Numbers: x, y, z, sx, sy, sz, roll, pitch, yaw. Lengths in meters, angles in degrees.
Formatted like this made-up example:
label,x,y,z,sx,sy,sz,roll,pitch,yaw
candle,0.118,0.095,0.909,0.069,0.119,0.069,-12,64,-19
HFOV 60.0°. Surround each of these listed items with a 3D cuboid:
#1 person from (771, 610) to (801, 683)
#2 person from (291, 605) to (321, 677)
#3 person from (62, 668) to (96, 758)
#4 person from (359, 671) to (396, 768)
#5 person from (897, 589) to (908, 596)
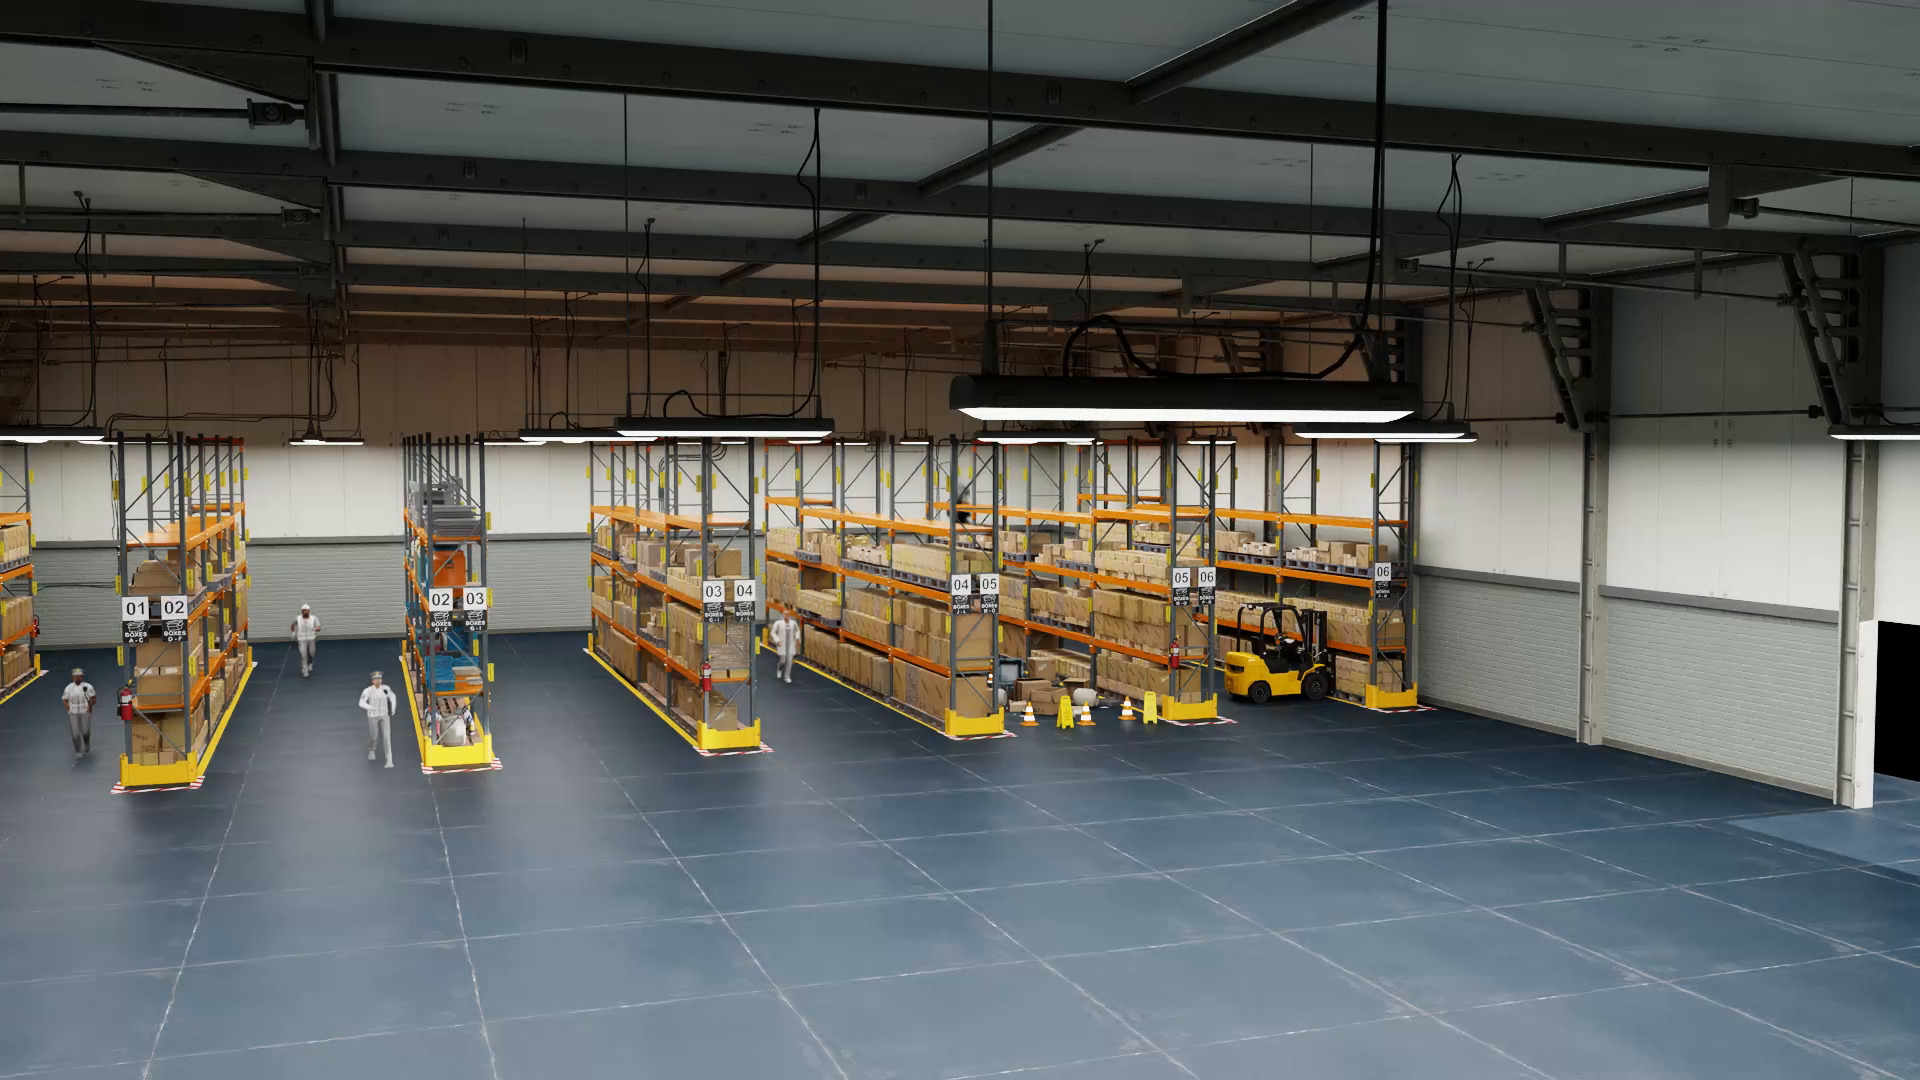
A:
label,x,y,z,sx,sy,sz,roll,pitch,yaw
person,-4.267,2.593,40.834,0.736,1.755,0.683,-1,3,-20
person,-16.390,2.505,41.717,0.675,1.763,0.991,-2,4,-26
person,-16.267,3.192,30.701,0.572,1.651,0.539,-1,3,-25
person,-10.497,3.211,29.999,0.652,1.727,0.861,-2,4,-28
person,-1.720,1.771,51.090,0.650,1.684,0.686,-1,3,-10
